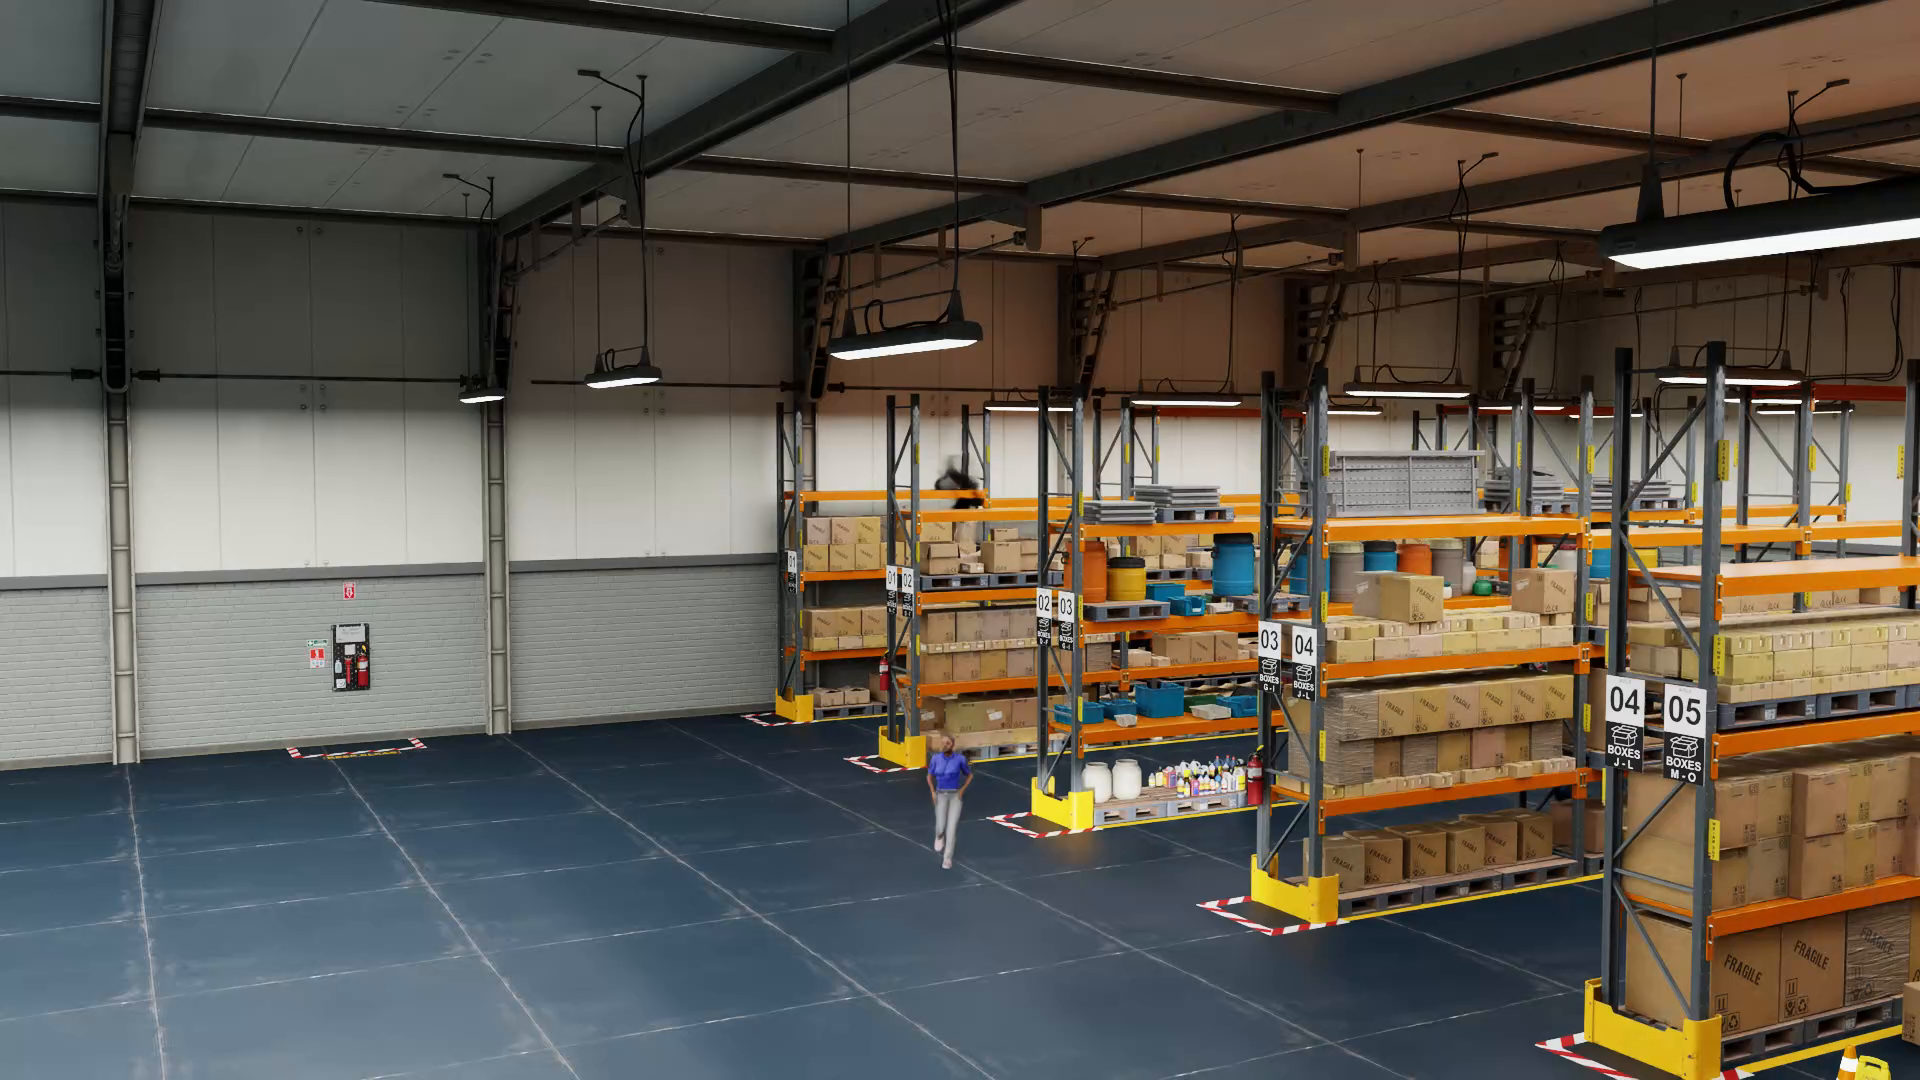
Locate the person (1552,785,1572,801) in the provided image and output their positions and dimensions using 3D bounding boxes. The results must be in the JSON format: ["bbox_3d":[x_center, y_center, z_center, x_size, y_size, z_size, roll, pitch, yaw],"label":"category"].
[{"bbox_3d":[8.273,3.101,22.726,0.559,1.550,0.532,-2,4,-33],"label":"person"}]

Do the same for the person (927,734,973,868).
[{"bbox_3d":[-0.122,3.203,20.571,0.576,1.631,0.609,0,3,5],"label":"person"}]
